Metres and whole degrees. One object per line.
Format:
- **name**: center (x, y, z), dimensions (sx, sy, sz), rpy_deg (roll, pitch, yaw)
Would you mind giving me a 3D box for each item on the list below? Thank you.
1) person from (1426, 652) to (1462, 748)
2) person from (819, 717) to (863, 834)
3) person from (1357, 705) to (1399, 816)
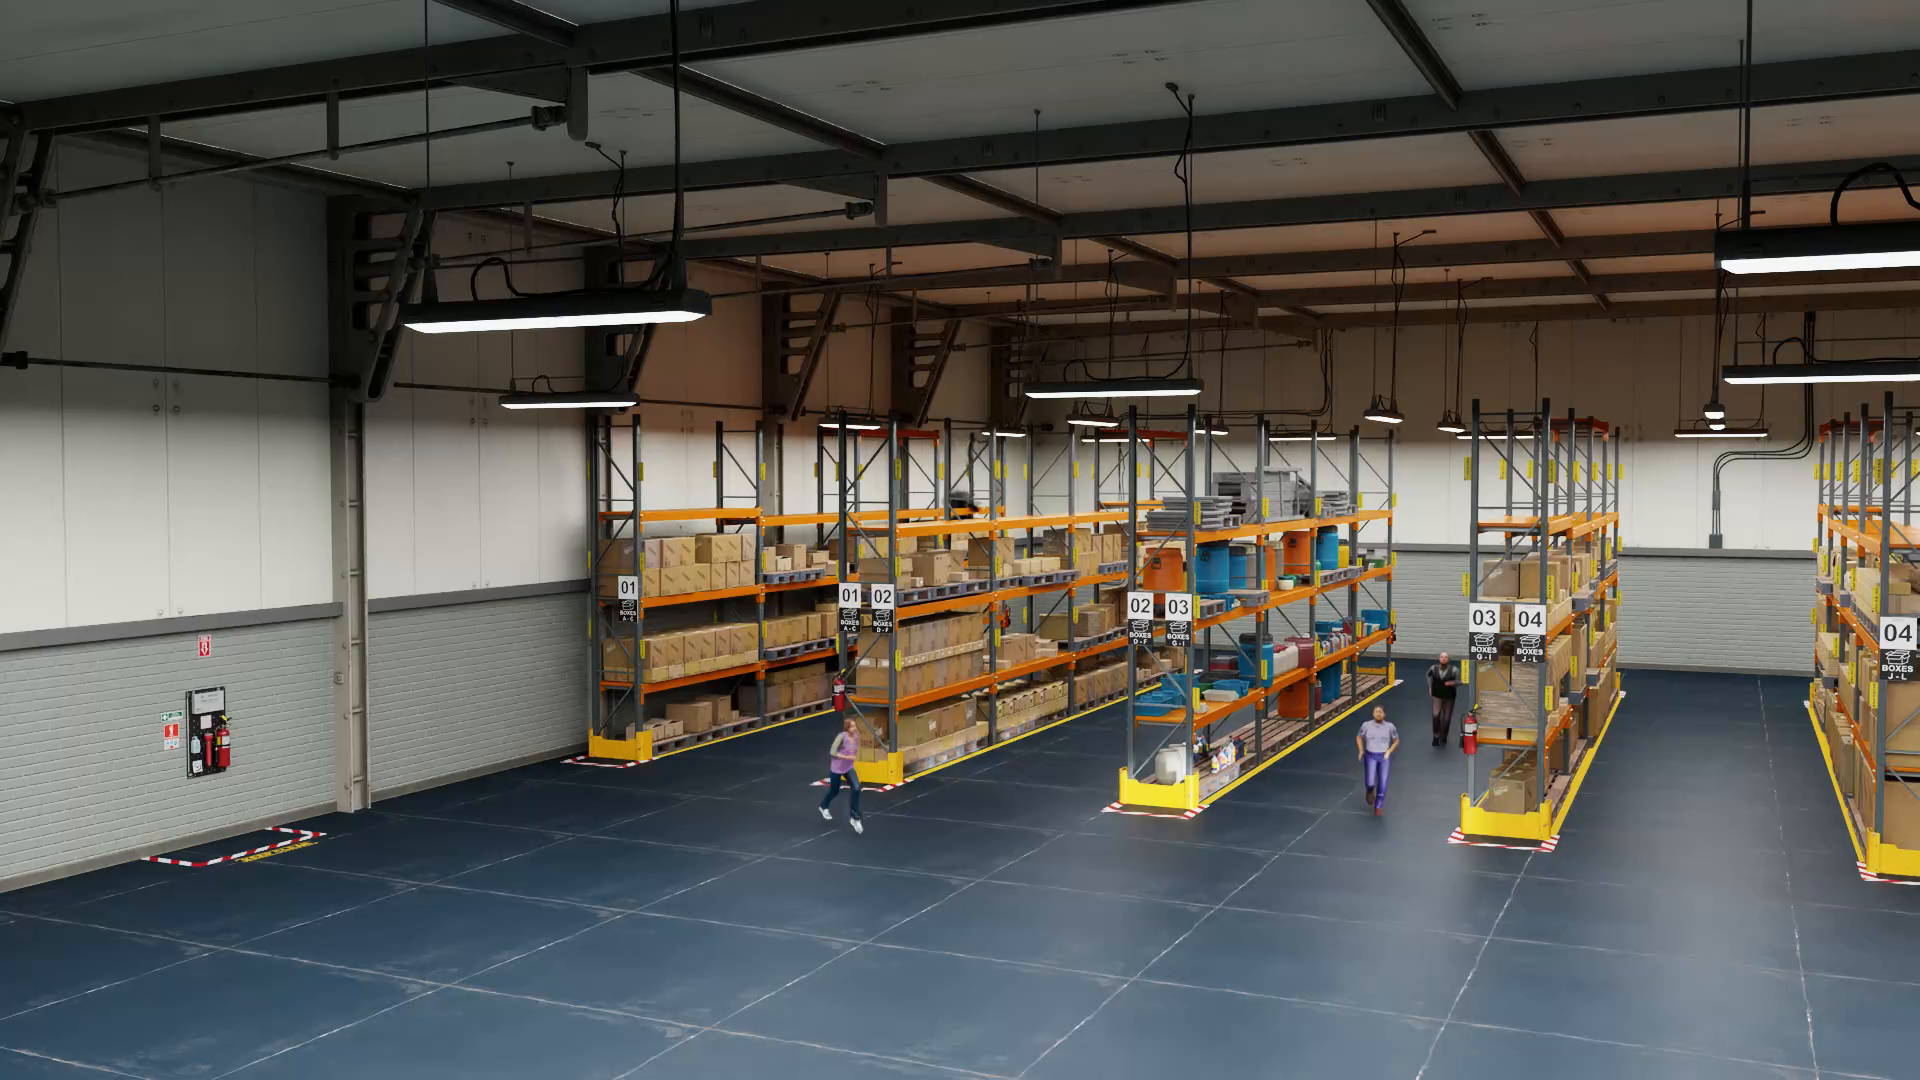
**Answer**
- **person**: center (8.809, 2.911, 30.273), dimensions (0.640, 1.748, 0.788), rpy_deg (1, 2, 16)
- **person**: center (-1.679, 3.258, 23.327), dimensions (0.539, 1.596, 0.951), rpy_deg (-2, 3, -39)
- **person**: center (6.106, 3.216, 24.305), dimensions (0.612, 1.615, 0.540), rpy_deg (1, 2, 14)
